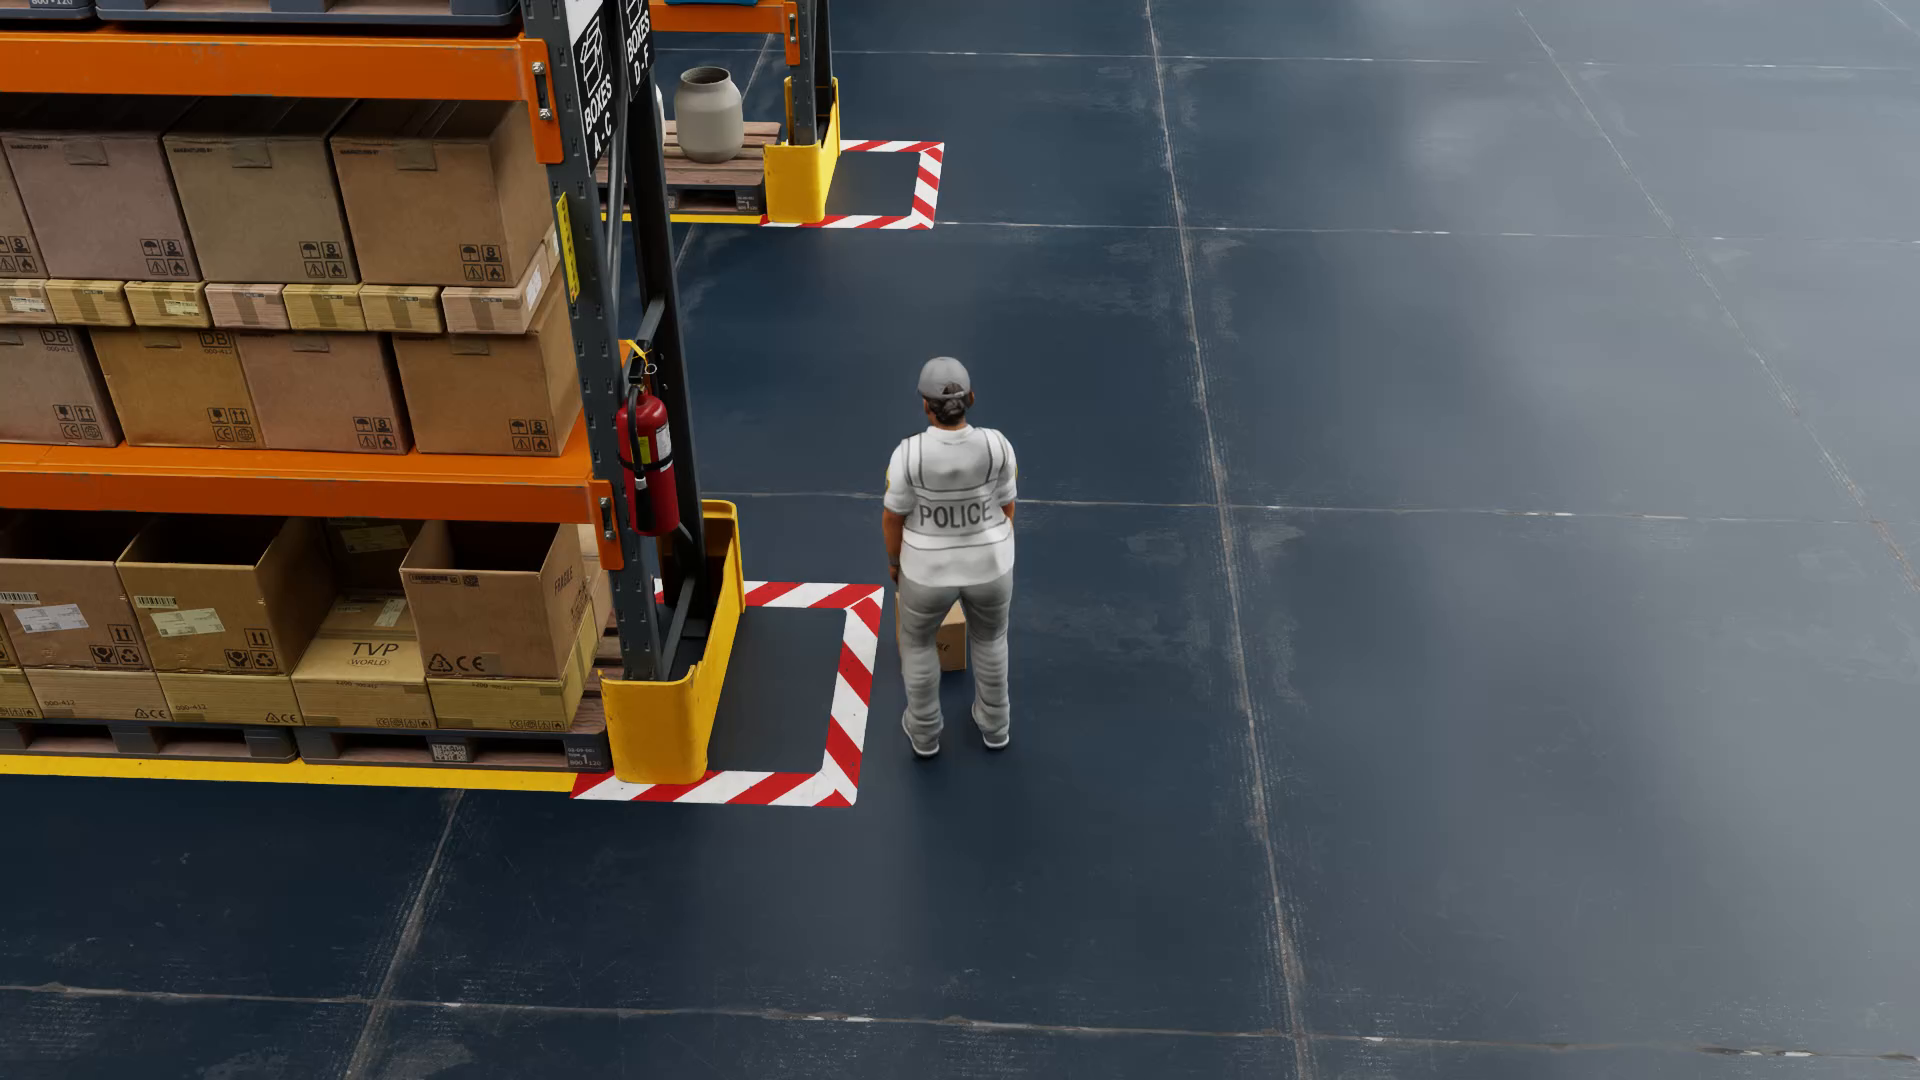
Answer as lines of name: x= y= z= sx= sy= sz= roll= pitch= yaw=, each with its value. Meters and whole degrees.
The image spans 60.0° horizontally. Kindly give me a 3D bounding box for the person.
person: x=-0.041 y=0.092 z=6.039 sx=0.476 sy=1.650 sz=0.401 roll=-6 pitch=36 yaw=-8
